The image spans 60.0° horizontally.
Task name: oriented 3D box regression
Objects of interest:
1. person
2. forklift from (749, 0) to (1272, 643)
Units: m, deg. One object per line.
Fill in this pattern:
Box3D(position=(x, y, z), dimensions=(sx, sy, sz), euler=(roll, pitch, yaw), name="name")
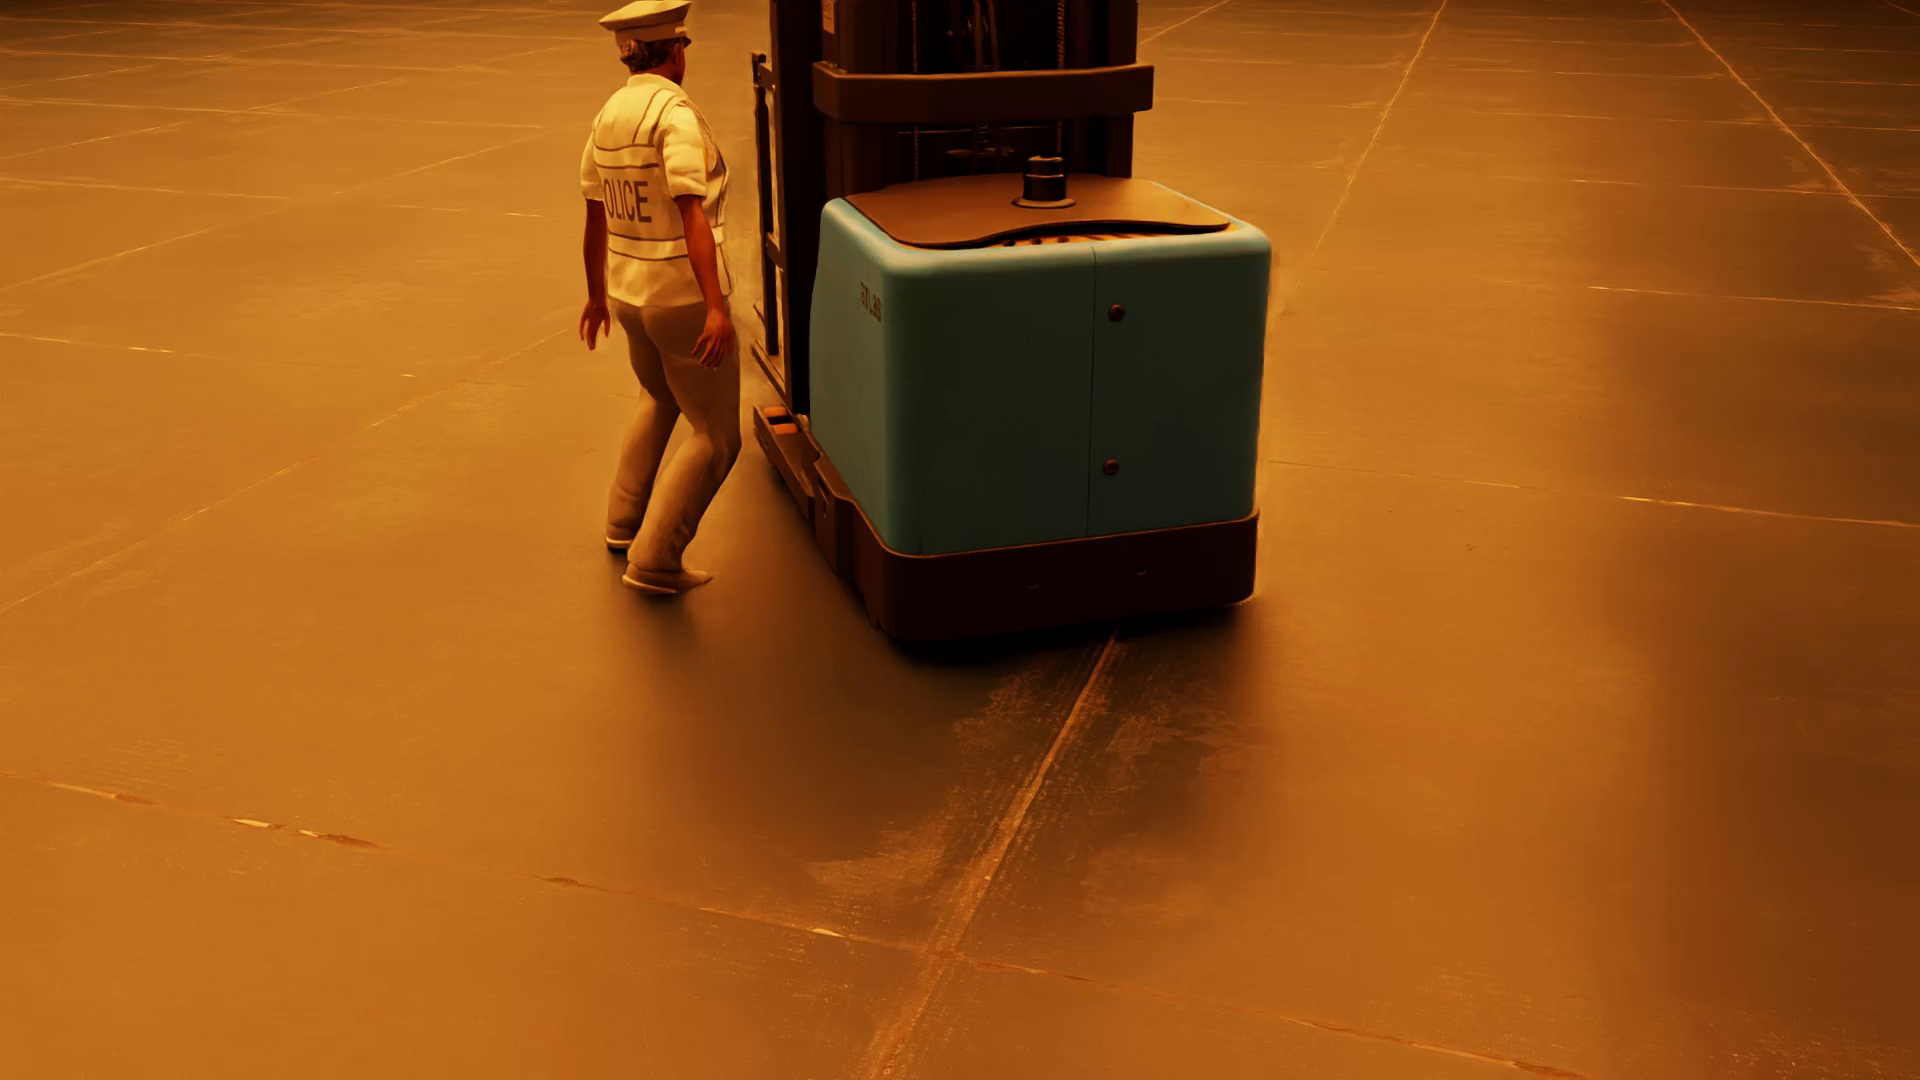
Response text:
Box3D(position=(-0.856, -0.645, 4.651), dimensions=(0.470, 1.635, 0.817), euler=(-17, 28, -36), name="person")
Box3D(position=(-0.097, -1.624, 5.212), dimensions=(1.130, 2.935, 3.031), euler=(-6, 23, -15), name="forklift")
